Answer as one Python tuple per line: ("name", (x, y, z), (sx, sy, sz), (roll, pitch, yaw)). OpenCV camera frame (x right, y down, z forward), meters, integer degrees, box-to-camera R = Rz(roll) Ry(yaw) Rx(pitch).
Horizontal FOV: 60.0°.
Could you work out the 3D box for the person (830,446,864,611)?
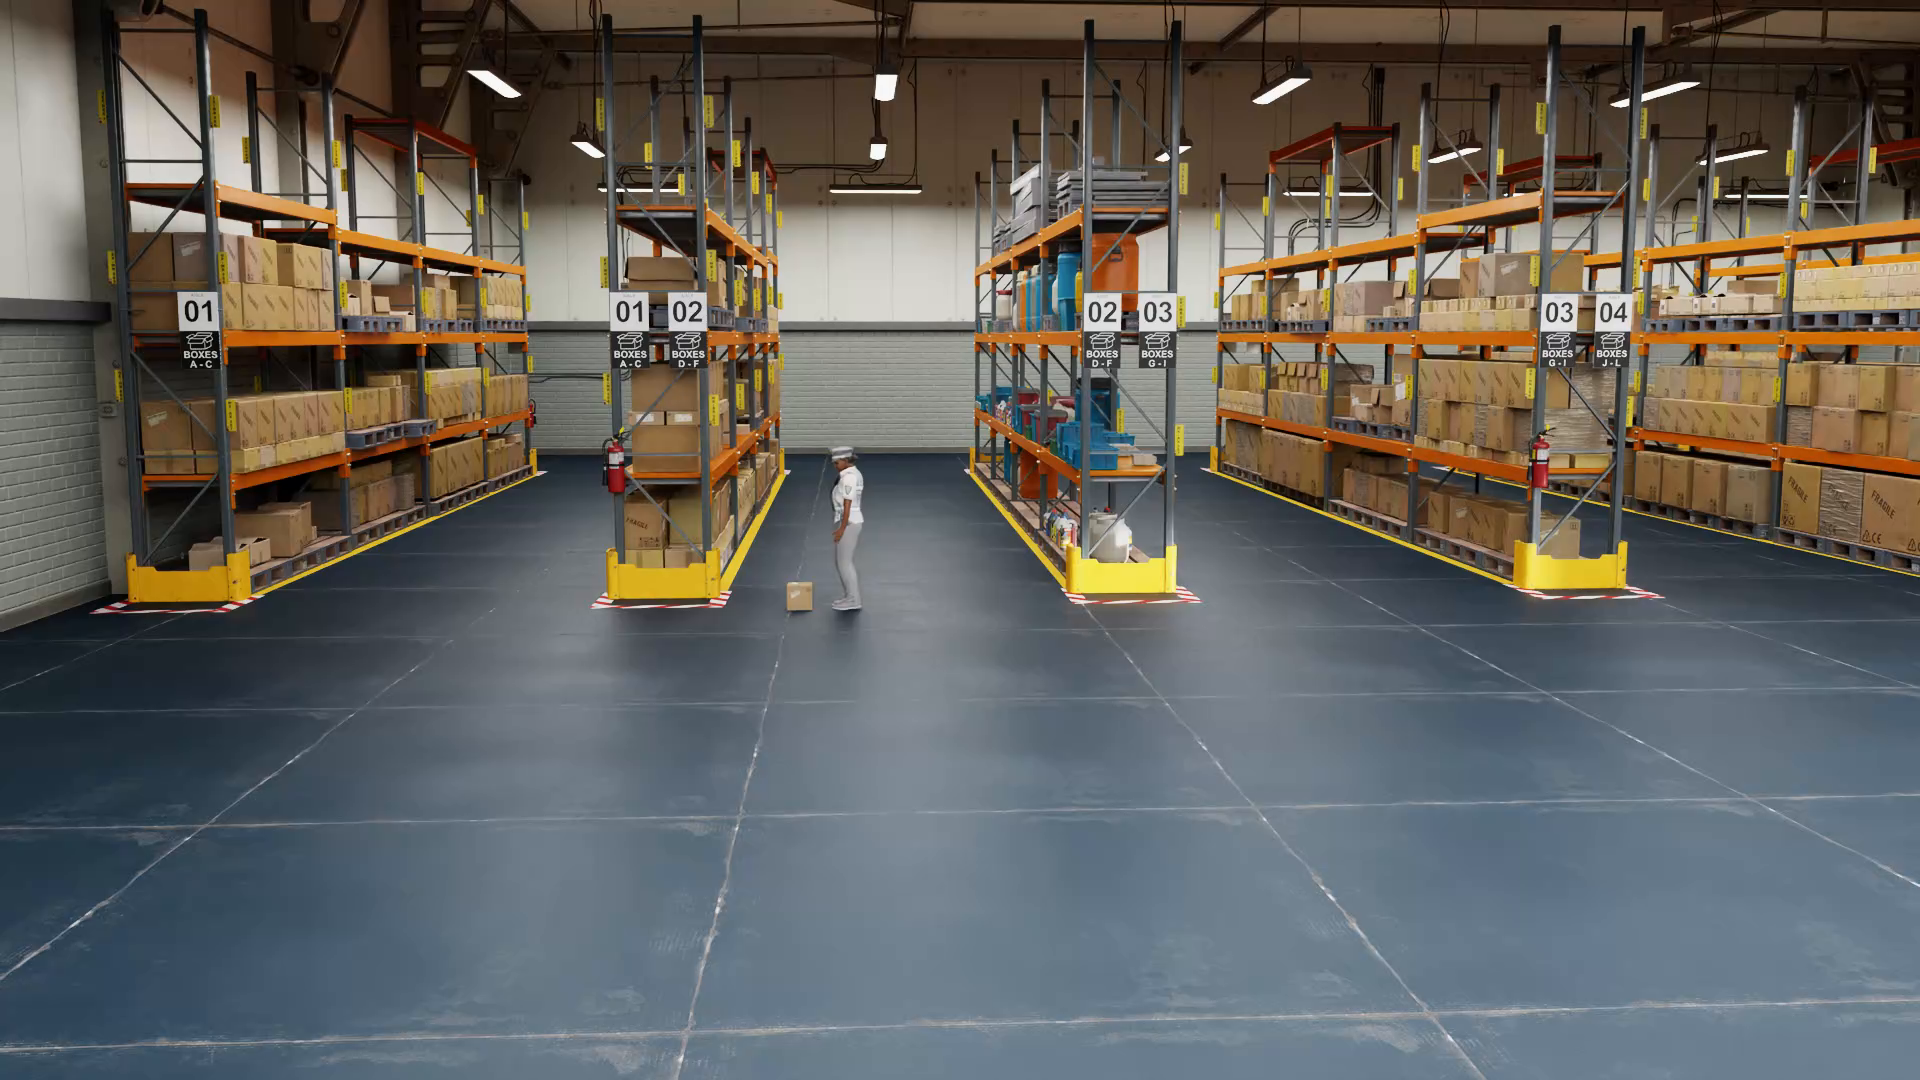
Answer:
("person", (-1.140, -0.121, 16.817), (0.338, 1.652, 0.441), (0, 7, -3))
